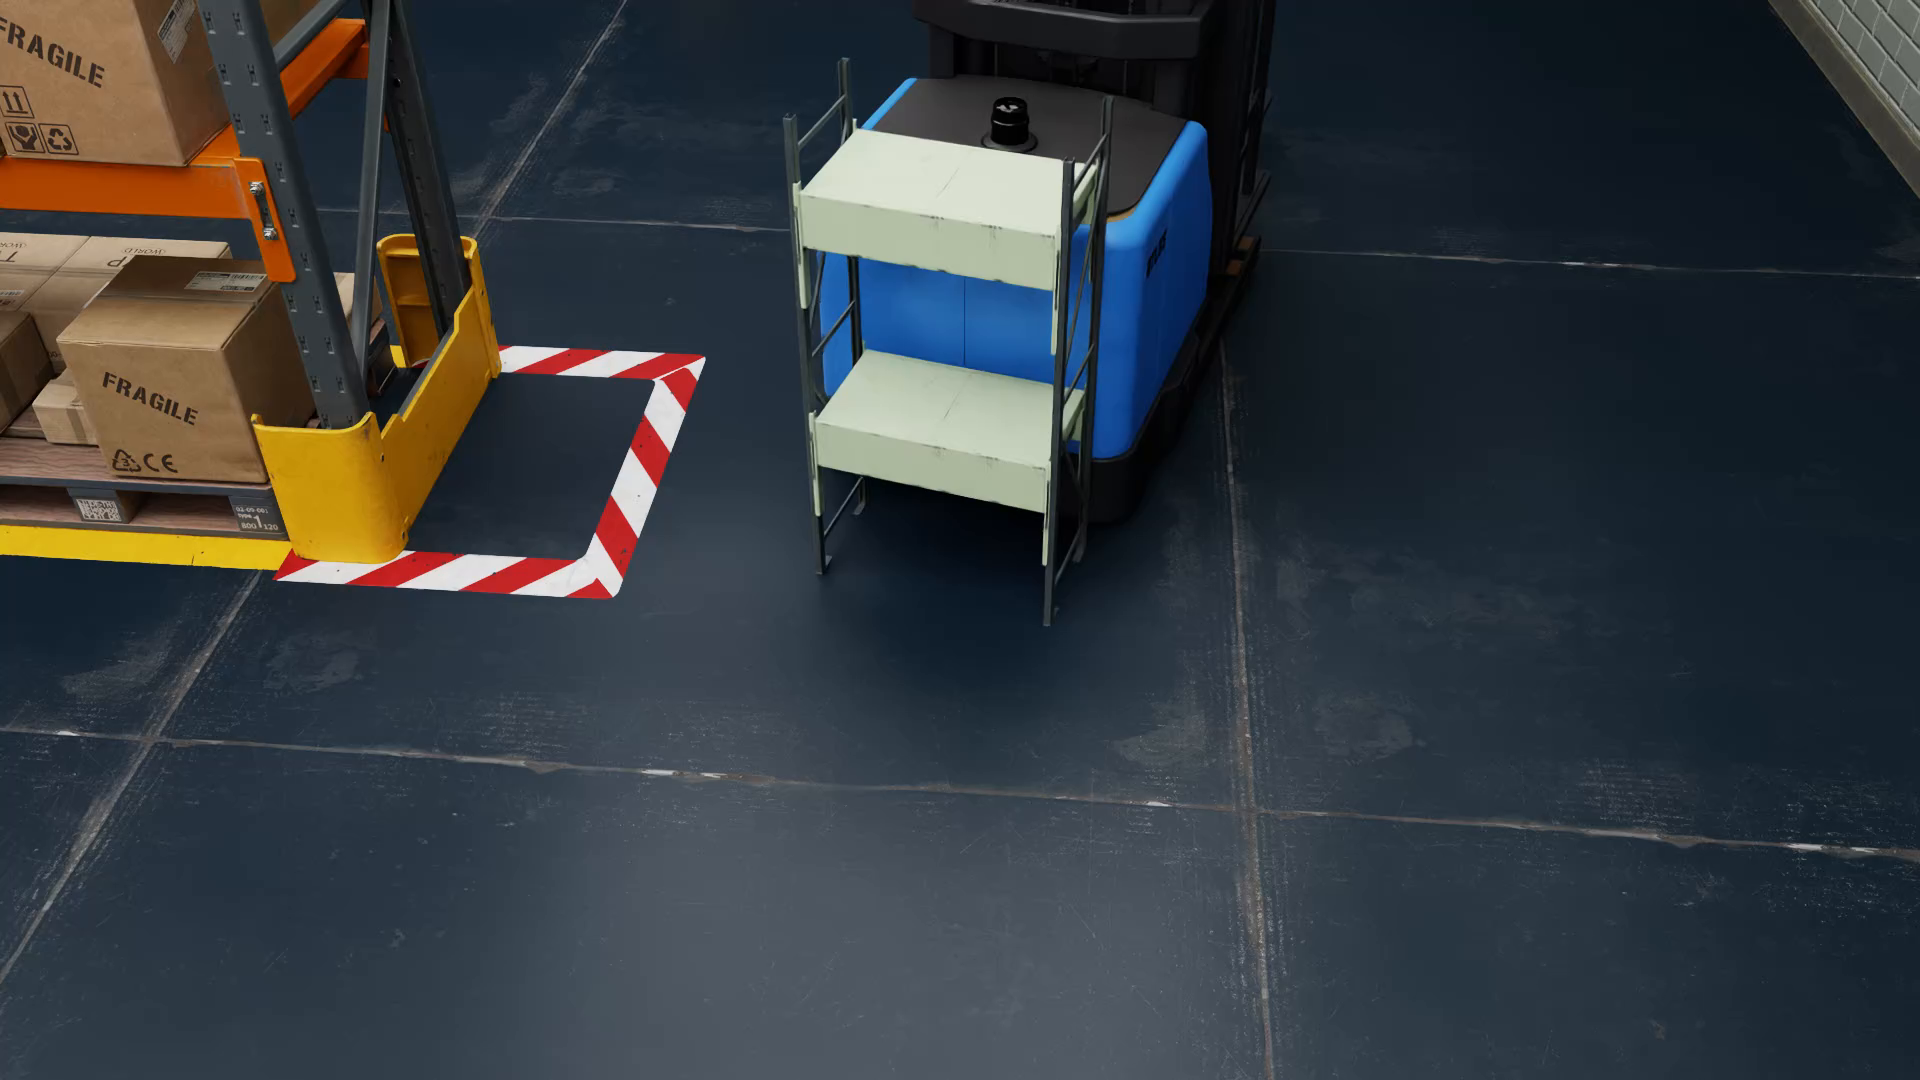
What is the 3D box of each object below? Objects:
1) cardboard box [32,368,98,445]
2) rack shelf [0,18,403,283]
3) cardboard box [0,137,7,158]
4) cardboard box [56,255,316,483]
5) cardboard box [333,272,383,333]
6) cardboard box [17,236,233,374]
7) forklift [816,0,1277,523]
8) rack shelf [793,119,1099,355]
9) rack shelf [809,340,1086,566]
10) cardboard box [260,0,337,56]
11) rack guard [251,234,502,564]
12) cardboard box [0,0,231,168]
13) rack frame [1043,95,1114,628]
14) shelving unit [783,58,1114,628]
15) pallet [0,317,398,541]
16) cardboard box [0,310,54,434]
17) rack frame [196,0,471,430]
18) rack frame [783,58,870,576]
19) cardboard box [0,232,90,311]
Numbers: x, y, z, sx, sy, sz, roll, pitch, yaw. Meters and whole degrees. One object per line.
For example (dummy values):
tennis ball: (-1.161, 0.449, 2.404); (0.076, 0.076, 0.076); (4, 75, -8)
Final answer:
cardboard box: (-2.756, -0.483, 5.364); (0.250, 0.166, 0.380); (3, 39, 4)
rack shelf: (-3.790, -1.288, 5.026); (4.000, 0.370, 1.077); (3, 39, 4)
cardboard box: (-2.784, -1.376, 4.486); (0.500, 0.500, 0.500); (3, 39, 4)
cardboard box: (-2.360, -0.534, 5.162); (0.500, 0.500, 0.500); (3, 39, 4)
cardboard box: (-2.185, -0.762, 5.720); (0.250, 0.149, 0.380); (3, 39, 4)
cardboard box: (-2.813, -0.798, 5.684); (0.500, 0.250, 0.500); (3, 39, 4)
forklift: (0.535, -2.126, 5.540); (1.130, 2.935, 3.031); (13, 41, 16)
rack shelf: (-0.024, -0.820, 4.451); (0.720, 0.370, 0.431); (12, 41, 15)
rack shelf: (-0.024, -0.265, 4.903); (0.720, 0.370, 0.431); (12, 41, 15)
cardboard box: (-2.217, -1.687, 4.867); (0.500, 0.500, 0.500); (4, 39, 5)
rack guard: (-1.873, -0.493, 5.460); (0.348, 0.500, 1.175); (3, 39, 4)
cardboard box: (-2.267, -1.350, 4.454); (0.500, 0.500, 0.500); (4, 39, 5)
rack frame: (0.322, -0.442, 4.605); (0.023, 1.500, 0.400); (12, 41, 15)
shelving unit: (-0.024, -0.517, 4.698); (0.755, 1.500, 0.431); (12, 41, 15)
pallet: (-2.667, -0.424, 5.603); (1.213, 0.211, 1.003); (3, 39, 4)
cardboard box: (-3.304, -0.508, 5.327); (0.500, 0.250, 0.500); (3, 39, 4)
rack frame: (-1.797, -1.458, 4.665); (0.127, 3.000, 1.000); (3, 39, 4)
rack frame: (-0.370, -0.593, 4.790); (0.023, 1.500, 0.400); (12, 41, 15)
cardboard box: (-3.311, -0.825, 5.717); (0.500, 0.250, 0.500); (3, 39, 4)
